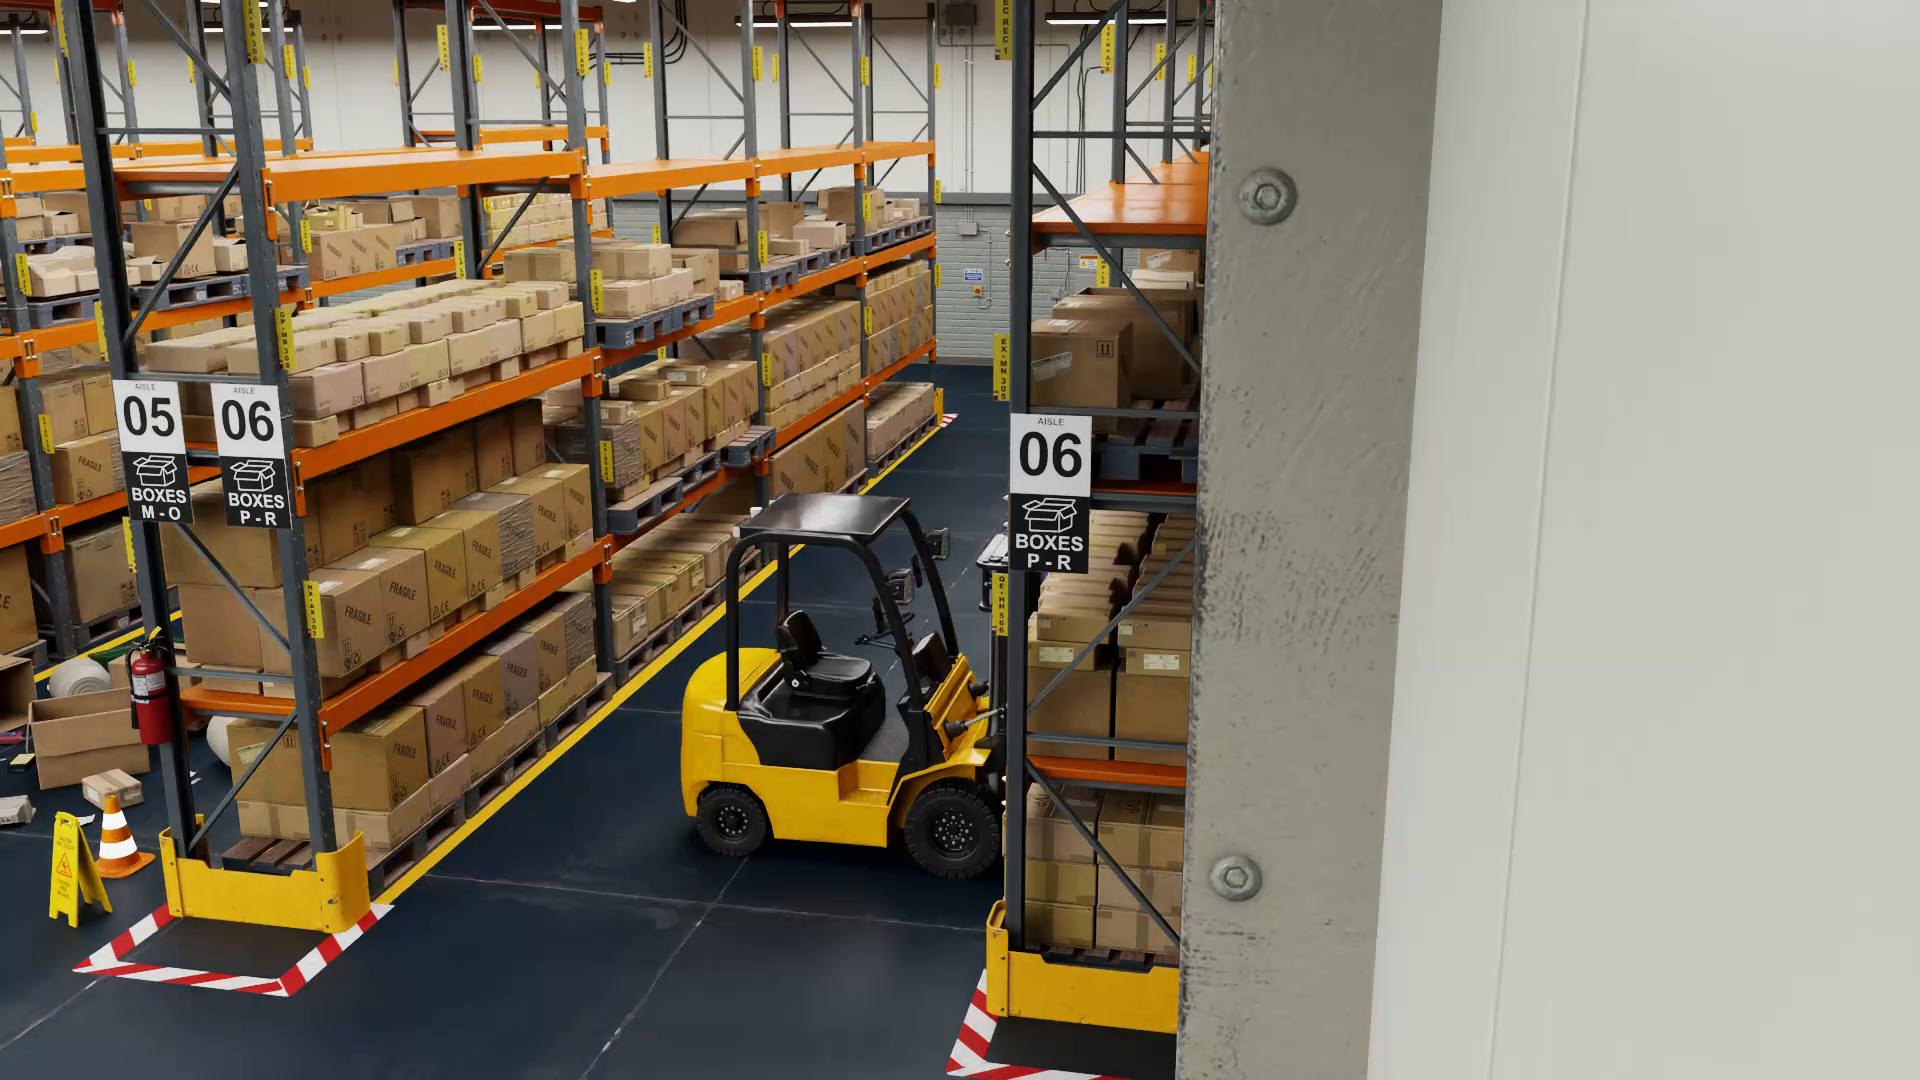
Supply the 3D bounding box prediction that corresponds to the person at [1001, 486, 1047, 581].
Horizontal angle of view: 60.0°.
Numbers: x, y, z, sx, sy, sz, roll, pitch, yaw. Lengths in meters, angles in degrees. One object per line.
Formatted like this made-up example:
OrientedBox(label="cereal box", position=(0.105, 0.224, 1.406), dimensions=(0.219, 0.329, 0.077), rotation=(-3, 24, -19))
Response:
OrientedBox(label="person", position=(0.594, 0.047, 14.842), dimensions=(0.503, 1.656, 0.344), rotation=(2, 15, 8))
